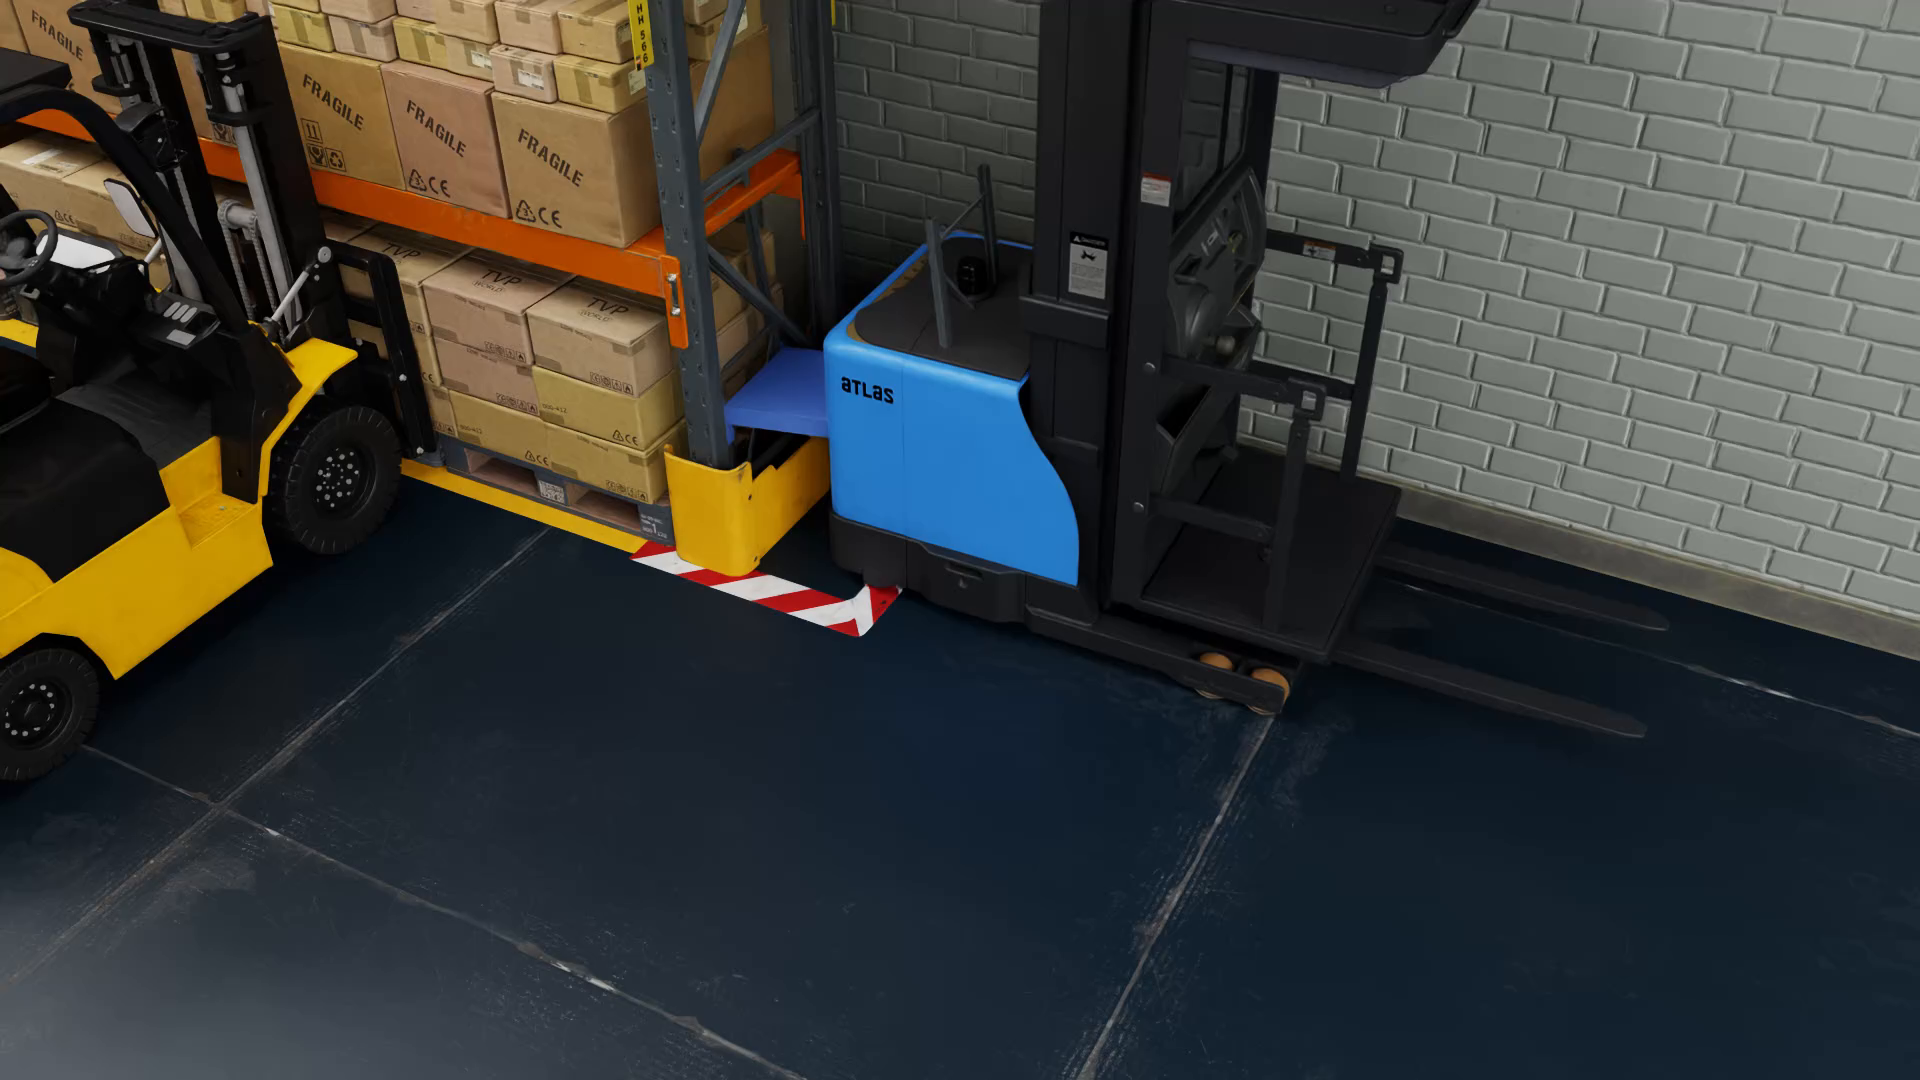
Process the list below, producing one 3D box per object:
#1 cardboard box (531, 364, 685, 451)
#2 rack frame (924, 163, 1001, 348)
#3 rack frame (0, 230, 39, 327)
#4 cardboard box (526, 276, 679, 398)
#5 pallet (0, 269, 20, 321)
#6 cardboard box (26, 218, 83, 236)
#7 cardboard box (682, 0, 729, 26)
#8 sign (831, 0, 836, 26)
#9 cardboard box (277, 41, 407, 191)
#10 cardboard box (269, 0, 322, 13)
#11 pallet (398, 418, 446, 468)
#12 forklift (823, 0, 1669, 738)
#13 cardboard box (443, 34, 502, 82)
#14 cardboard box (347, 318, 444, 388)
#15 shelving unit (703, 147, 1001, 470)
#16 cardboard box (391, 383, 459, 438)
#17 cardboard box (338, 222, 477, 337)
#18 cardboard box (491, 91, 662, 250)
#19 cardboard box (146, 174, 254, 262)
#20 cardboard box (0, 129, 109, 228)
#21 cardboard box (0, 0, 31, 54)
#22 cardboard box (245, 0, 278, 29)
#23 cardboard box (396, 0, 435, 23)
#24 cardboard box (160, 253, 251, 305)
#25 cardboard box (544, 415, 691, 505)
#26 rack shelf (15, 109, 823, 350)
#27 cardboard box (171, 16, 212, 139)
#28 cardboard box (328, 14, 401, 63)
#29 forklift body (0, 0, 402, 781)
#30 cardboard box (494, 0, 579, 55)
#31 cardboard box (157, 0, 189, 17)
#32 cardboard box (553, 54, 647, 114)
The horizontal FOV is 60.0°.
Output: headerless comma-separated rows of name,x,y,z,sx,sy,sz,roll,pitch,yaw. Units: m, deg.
cardboard box,-1.337,-0.642,6.628,0.500,0.250,0.500,17,40,21
rack frame,0.070,-0.592,6.179,0.032,1.500,0.500,9,37,23
rack frame,-4.313,-2.516,7.583,0.127,3.000,1.000,17,41,21
cardboard box,-1.313,-0.834,6.468,0.500,0.250,0.500,19,41,23
pallet,-4.985,-1.589,8.668,1.213,0.211,1.003,17,41,21
cardboard box,-4.025,-1.486,7.741,0.500,0.250,0.500,17,40,21
cardboard box,-0.961,-2.028,6.076,0.250,0.149,0.380,17,40,21
sign,-0.500,-2.076,6.222,0.005,0.325,0.100,17,41,21
cardboard box,-2.230,-1.731,6.466,0.500,0.500,0.500,17,40,21
cardboard box,-2.355,-2.108,6.180,0.250,0.149,0.380,18,41,22
pallet,-2.539,-0.823,7.659,1.213,0.211,1.003,17,41,21
forklift,1.049,-0.912,5.528,3.031,2.935,1.130,16,40,20
cardboard box,-1.641,-1.808,6.031,0.250,0.149,0.380,18,41,22
cardboard box,-2.245,-0.920,6.994,0.500,0.250,0.500,16,40,20
shelving unit,-0.394,-0.667,6.374,1.048,1.500,0.538,9,37,23
cardboard box,-2.201,-0.724,7.149,0.500,0.250,0.500,18,41,22
cardboard box,-2.222,-1.108,6.829,0.500,0.250,0.500,18,41,22
cardboard box,-1.319,-1.439,6.082,0.500,0.500,0.500,16,40,21
cardboard box,-3.131,-1.403,7.217,0.500,0.250,0.500,19,41,23
cardboard box,-4.028,-1.683,7.586,0.500,0.250,0.500,17,40,21
cardboard box,-4.039,-2.292,7.206,0.500,0.500,0.500,16,40,20
cardboard box,-2.528,-2.109,6.428,0.250,0.149,0.380,17,40,21
cardboard box,-1.841,-2.026,6.073,0.250,0.149,0.380,18,41,22
cardboard box,-3.136,-1.202,7.365,0.500,0.250,0.500,17,40,21
cardboard box,-1.323,-0.436,6.771,0.500,0.250,0.500,18,41,22
rack shelf,-2.537,-1.673,7.068,4.000,0.370,1.077,17,41,21
cardboard box,-3.119,-2.016,6.842,0.500,0.500,0.500,17,40,21
cardboard box,-2.114,-1.932,6.195,0.250,0.149,0.380,16,40,20
forklift body,-3.284,-0.613,5.779,1.214,2.155,2.313,17,41,21
cardboard box,-1.409,-1.858,5.852,0.250,0.149,0.380,17,41,22
cardboard box,-3.027,-2.213,6.565,0.250,0.149,0.380,16,40,20
cardboard box,-1.198,-1.647,5.820,0.250,0.149,0.380,18,41,22
